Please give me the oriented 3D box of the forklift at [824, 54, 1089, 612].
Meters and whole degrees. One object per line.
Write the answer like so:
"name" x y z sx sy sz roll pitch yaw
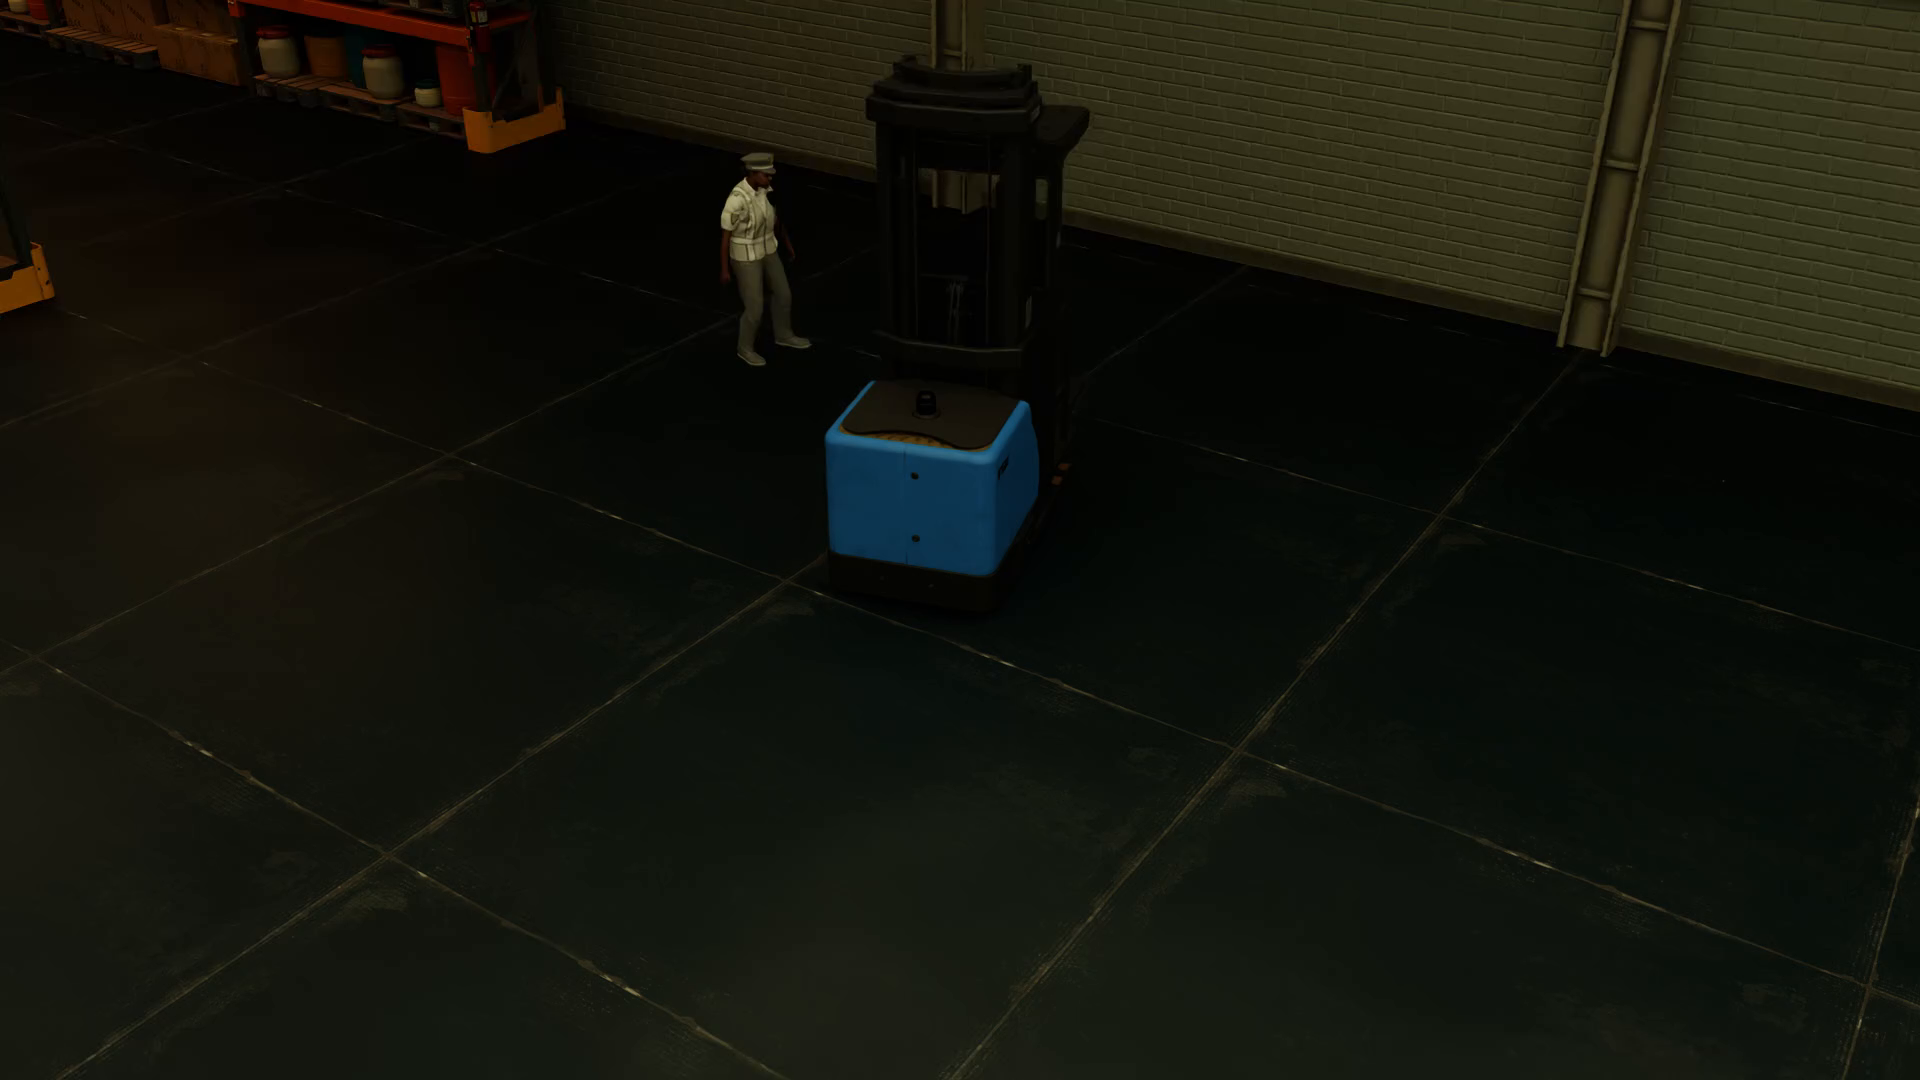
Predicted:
"forklift" 0.134 -1.576 10.294 1.130 2.935 3.031 9 31 15

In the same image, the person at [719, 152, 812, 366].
"person" -1.511 -2.137 12.560 0.381 1.634 0.744 19 35 30
